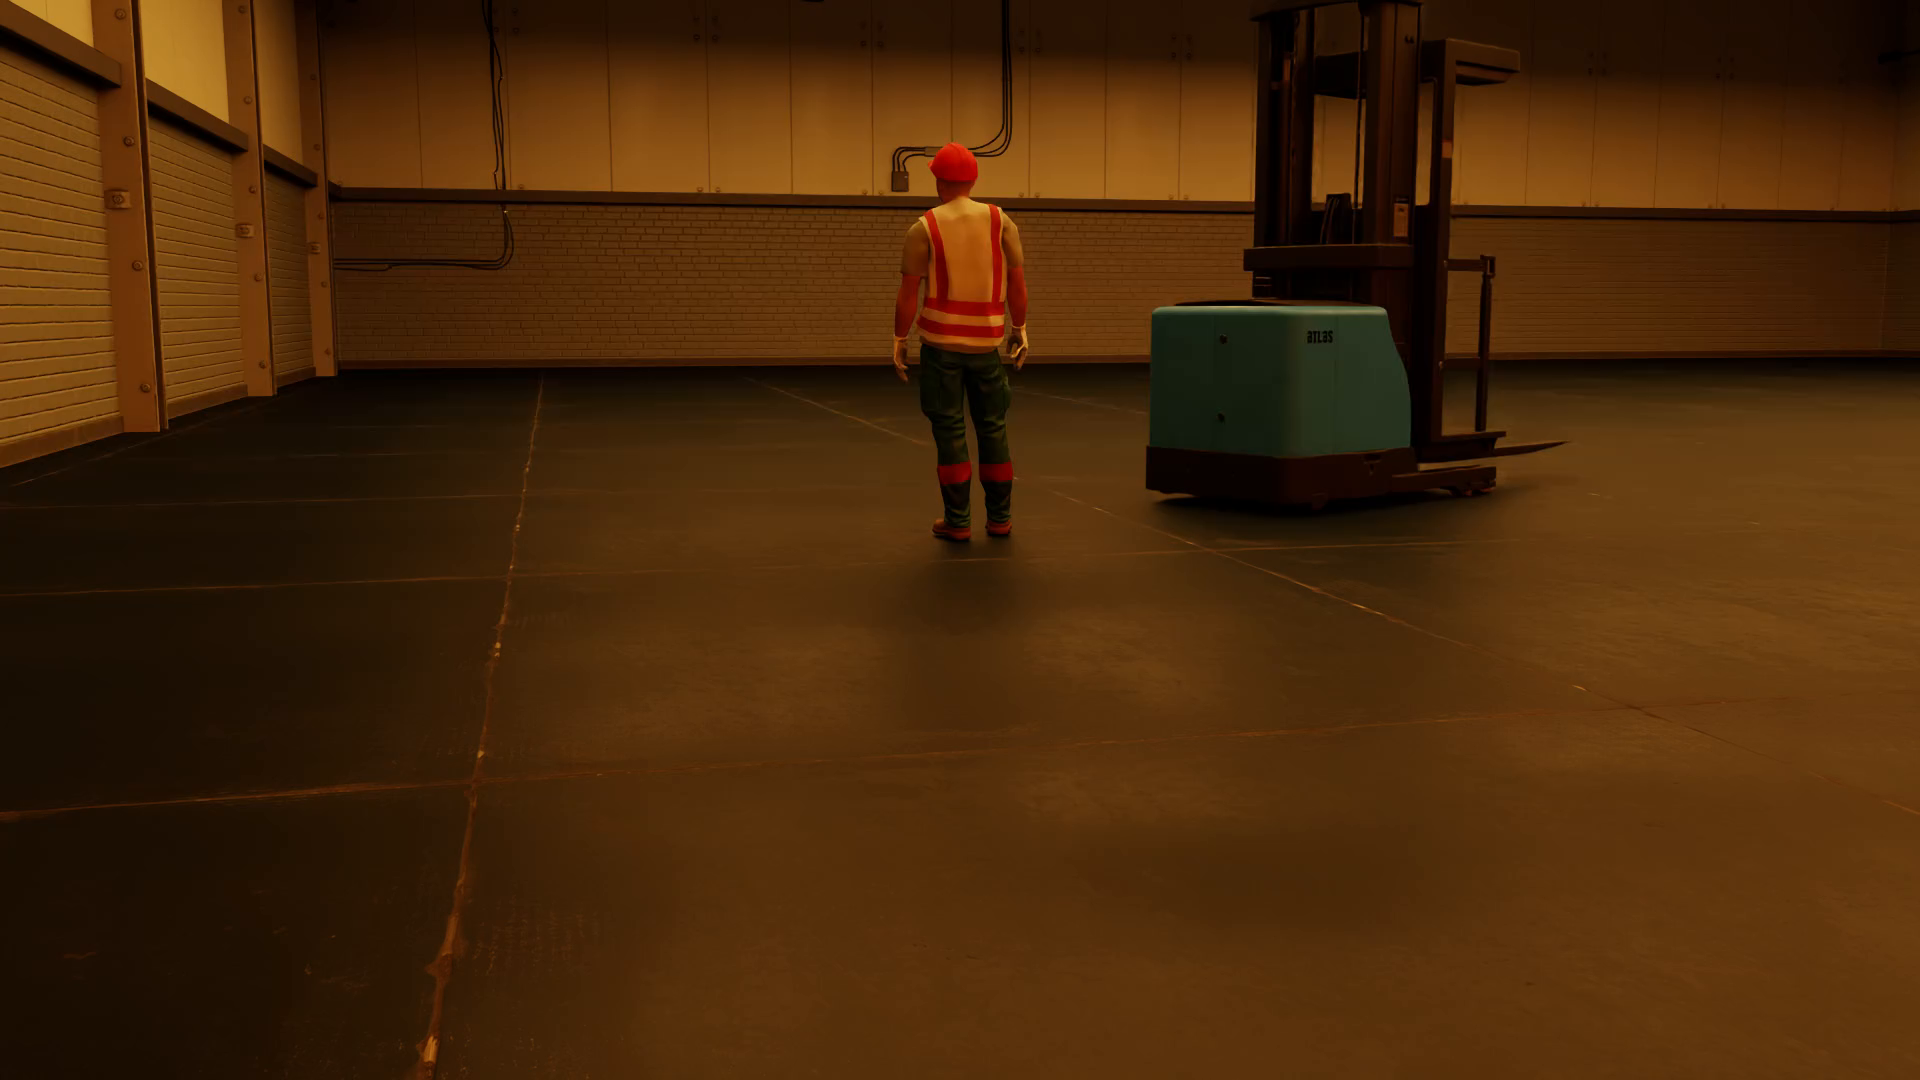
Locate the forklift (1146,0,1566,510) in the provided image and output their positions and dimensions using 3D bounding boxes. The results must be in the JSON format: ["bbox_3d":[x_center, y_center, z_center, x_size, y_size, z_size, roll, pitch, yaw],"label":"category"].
[{"bbox_3d":[2.475,-1.749,9.626,3.031,2.935,1.130,-7,10,-40],"label":"forklift"}]

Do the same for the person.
[{"bbox_3d":[-0.006,-0.905,7.662,0.637,1.787,0.564,-2,8,-13],"label":"person"}]
